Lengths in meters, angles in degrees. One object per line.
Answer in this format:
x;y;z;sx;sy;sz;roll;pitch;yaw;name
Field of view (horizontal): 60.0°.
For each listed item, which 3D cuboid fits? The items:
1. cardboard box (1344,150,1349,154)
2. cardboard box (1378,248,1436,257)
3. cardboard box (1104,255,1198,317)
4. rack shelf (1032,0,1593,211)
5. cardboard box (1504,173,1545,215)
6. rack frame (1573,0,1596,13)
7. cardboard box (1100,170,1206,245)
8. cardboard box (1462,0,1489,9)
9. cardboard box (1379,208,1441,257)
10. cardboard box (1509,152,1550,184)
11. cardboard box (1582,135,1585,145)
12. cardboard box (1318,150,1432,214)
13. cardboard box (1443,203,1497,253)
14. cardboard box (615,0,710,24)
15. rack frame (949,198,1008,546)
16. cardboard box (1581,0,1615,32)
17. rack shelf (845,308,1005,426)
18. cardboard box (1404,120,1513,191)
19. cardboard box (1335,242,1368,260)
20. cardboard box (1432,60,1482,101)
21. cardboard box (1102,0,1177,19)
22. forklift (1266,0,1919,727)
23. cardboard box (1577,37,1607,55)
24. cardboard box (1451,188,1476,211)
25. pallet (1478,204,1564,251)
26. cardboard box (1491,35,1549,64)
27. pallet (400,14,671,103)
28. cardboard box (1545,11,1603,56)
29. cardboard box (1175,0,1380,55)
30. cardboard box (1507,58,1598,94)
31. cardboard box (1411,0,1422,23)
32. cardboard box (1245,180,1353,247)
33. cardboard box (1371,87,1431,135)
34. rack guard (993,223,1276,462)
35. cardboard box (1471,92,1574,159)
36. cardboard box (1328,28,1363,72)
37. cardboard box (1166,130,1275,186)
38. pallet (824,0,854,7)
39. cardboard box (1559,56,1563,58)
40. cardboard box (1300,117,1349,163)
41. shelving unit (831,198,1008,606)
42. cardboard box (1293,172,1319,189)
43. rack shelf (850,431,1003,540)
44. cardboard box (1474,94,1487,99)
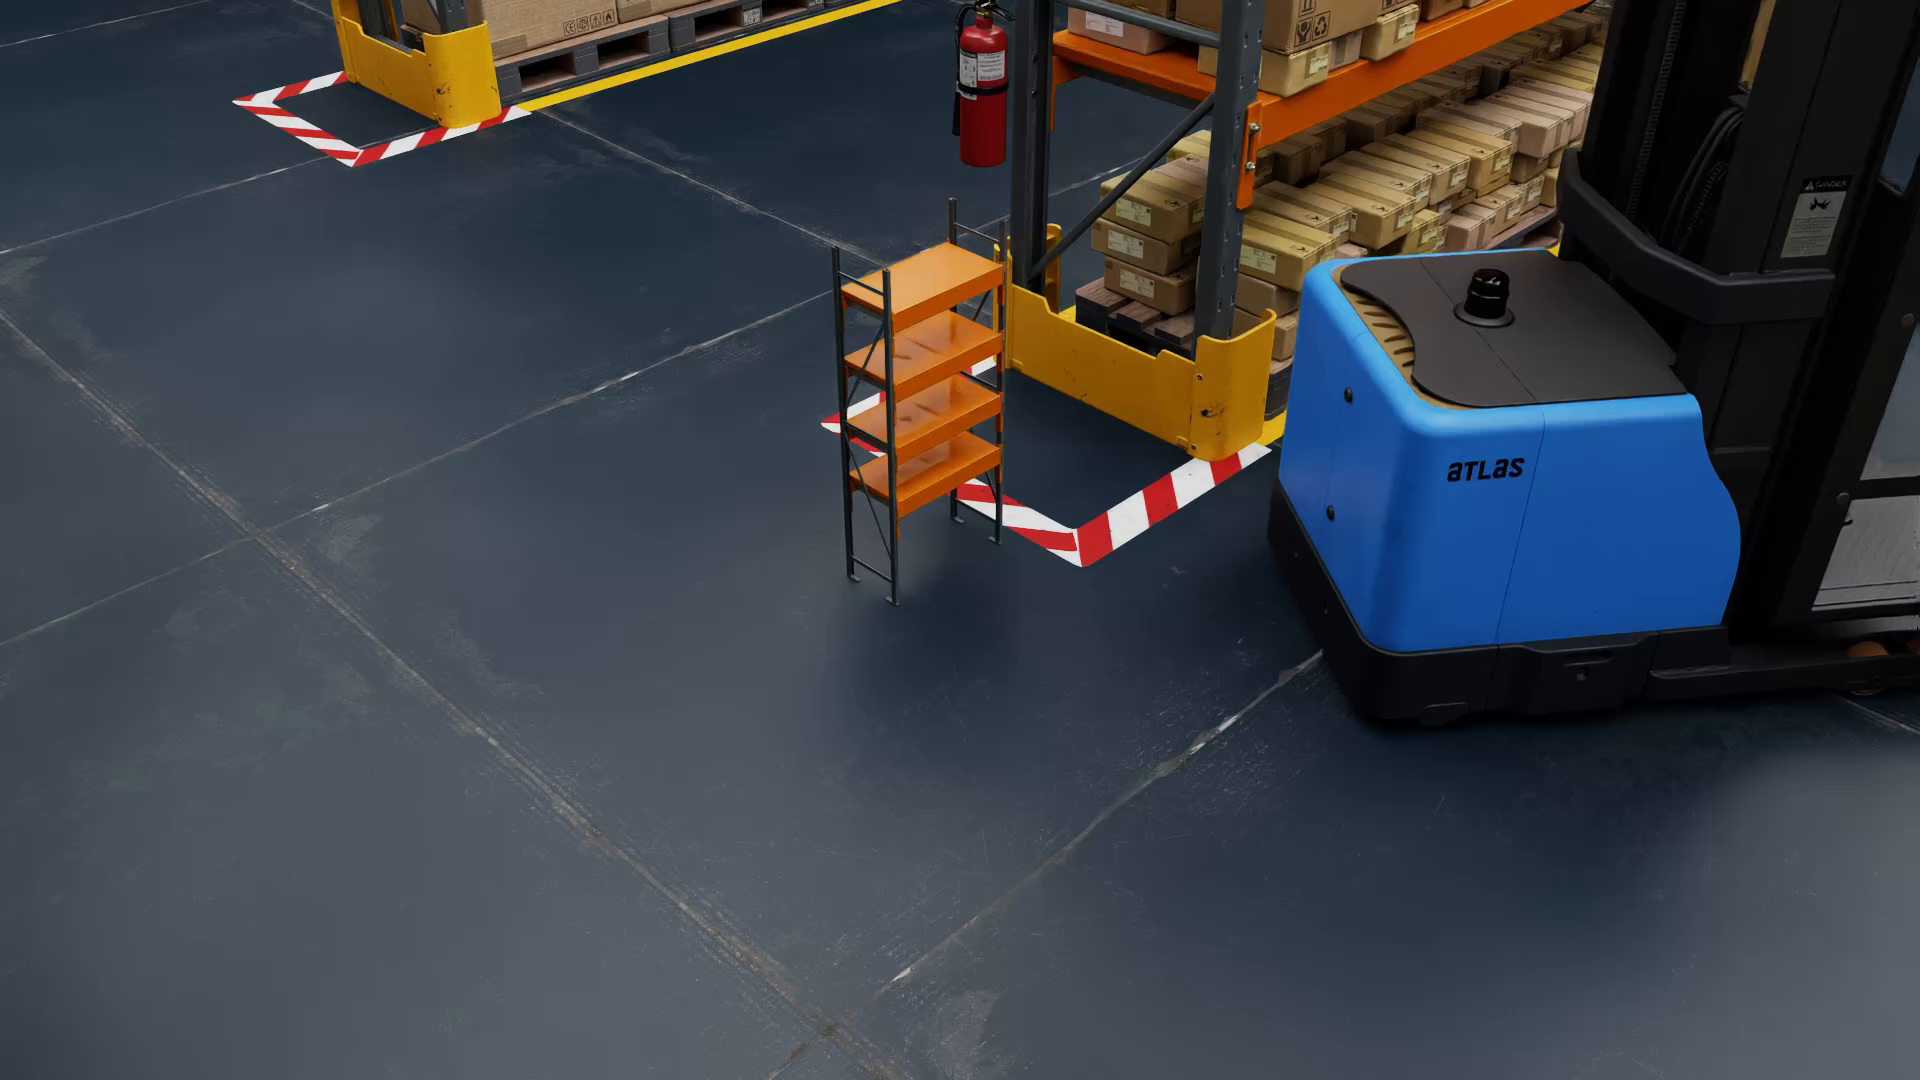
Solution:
1.673;-1.755;7.510;0.250;0.149;0.380;-28;43;-34;cardboard box
1.740;-1.167;6.926;0.250;0.149;0.380;-29;44;-35;cardboard box
0.812;-1.078;6.799;0.250;0.149;0.380;-29;44;-35;cardboard box
1.998;-2.294;7.047;1.077;0.370;4.000;30;45;35;rack shelf
2.412;-1.609;7.560;0.250;0.149;0.380;-29;44;-35;cardboard box
3.407;-3.401;8.005;1.000;3.000;0.127;30;45;35;rack frame
0.782;-1.342;6.656;0.250;0.149;0.380;-29;44;-35;cardboard box
1.915;-2.231;6.546;0.380;0.149;0.250;29;44;34;cardboard box
1.741;-1.296;6.851;0.250;0.149;0.380;-28;44;-34;cardboard box
2.438;-1.765;7.524;0.380;0.149;0.250;27;43;33;cardboard box
2.807;-1.977;7.828;0.250;0.149;0.380;-29;44;-35;cardboard box
1.693;-1.445;6.805;0.380;0.149;0.250;27;43;33;cardboard box
2.089;-1.375;7.224;0.380;0.149;0.250;27;43;33;cardboard box
-1.962;-3.536;10.071;0.875;0.438;0.875;-29;44;-34;cardboard box
0.055;-0.524;5.452;0.240;1.200;0.015;30;45;35;rack frame
3.750;-2.950;9.176;0.500;0.500;0.500;29;44;35;cardboard box
-0.117;-0.553;5.221;0.258;0.148;0.480;30;45;35;rack shelf
2.113;-1.642;7.088;0.250;0.149;0.380;-29;44;-35;cardboard box
1.374;-1.100;6.570;0.380;0.149;0.250;29;44;35;cardboard box
2.233;-2.196;7.882;0.250;0.149;0.380;-29;44;-35;cardboard box
0.723;-2.227;5.973;0.500;0.500;0.500;-29;44;-35;cardboard box
2.598;-1.024;4.656;3.031;2.935;1.130;-4;35;-6;forklift
3.190;-2.279;8.001;0.250;0.149;0.380;-29;44;-35;cardboard box
2.022;-1.568;7.242;0.250;0.149;0.380;-27;43;-33;cardboard box
2.100;-1.473;7.678;1.003;0.211;1.213;30;45;35;pallet
2.638;-2.381;8.148;0.380;0.149;0.250;29;44;35;cardboard box
-2.487;-2.944;9.787;1.003;0.211;1.213;30;45;35;pallet
3.018;-2.592;8.449;0.250;0.149;0.380;-28;44;-34;cardboard box
1.102;-2.012;5.665;0.500;0.500;0.500;-28;43;-34;cardboard box
2.781;-2.101;7.746;0.250;0.149;0.380;-28;44;-34;cardboard box
1.513;-2.042;6.275;0.250;0.149;0.380;-28;43;-34;cardboard box
1.308;-1.261;6.540;0.250;0.149;0.380;-29;44;-35;cardboard box
1.898;-1.968;7.554;0.250;0.149;0.380;-30;45;-35;cardboard box
0.643;-0.783;6.436;1.175;0.500;0.348;30;45;35;rack guard
2.475;-1.840;7.371;0.380;0.149;0.250;28;44;34;cardboard box
1.200;-1.794;5.920;0.250;0.149;0.380;-28;44;-34;cardboard box
1.092;-1.577;6.994;0.380;0.149;0.250;29;44;34;cardboard box
-0.768;-3.934;11.207;1.003;0.211;1.213;30;45;35;pallet
2.925;-2.508;8.589;0.250;0.149;0.380;-28;43;-34;cardboard box
1.470;-1.788;7.296;0.250;0.149;0.380;-28;44;-34;cardboard box
-0.117;-0.425;5.310;0.258;1.200;0.503;30;45;35;shelving unit
1.386;-1.511;7.160;0.380;0.149;0.250;29;44;35;cardboard box
-0.117;-0.207;5.463;0.258;0.148;0.480;30;45;35;rack shelf
2.472;-2.147;8.072;0.380;0.149;0.250;27;43;33;cardboard box
